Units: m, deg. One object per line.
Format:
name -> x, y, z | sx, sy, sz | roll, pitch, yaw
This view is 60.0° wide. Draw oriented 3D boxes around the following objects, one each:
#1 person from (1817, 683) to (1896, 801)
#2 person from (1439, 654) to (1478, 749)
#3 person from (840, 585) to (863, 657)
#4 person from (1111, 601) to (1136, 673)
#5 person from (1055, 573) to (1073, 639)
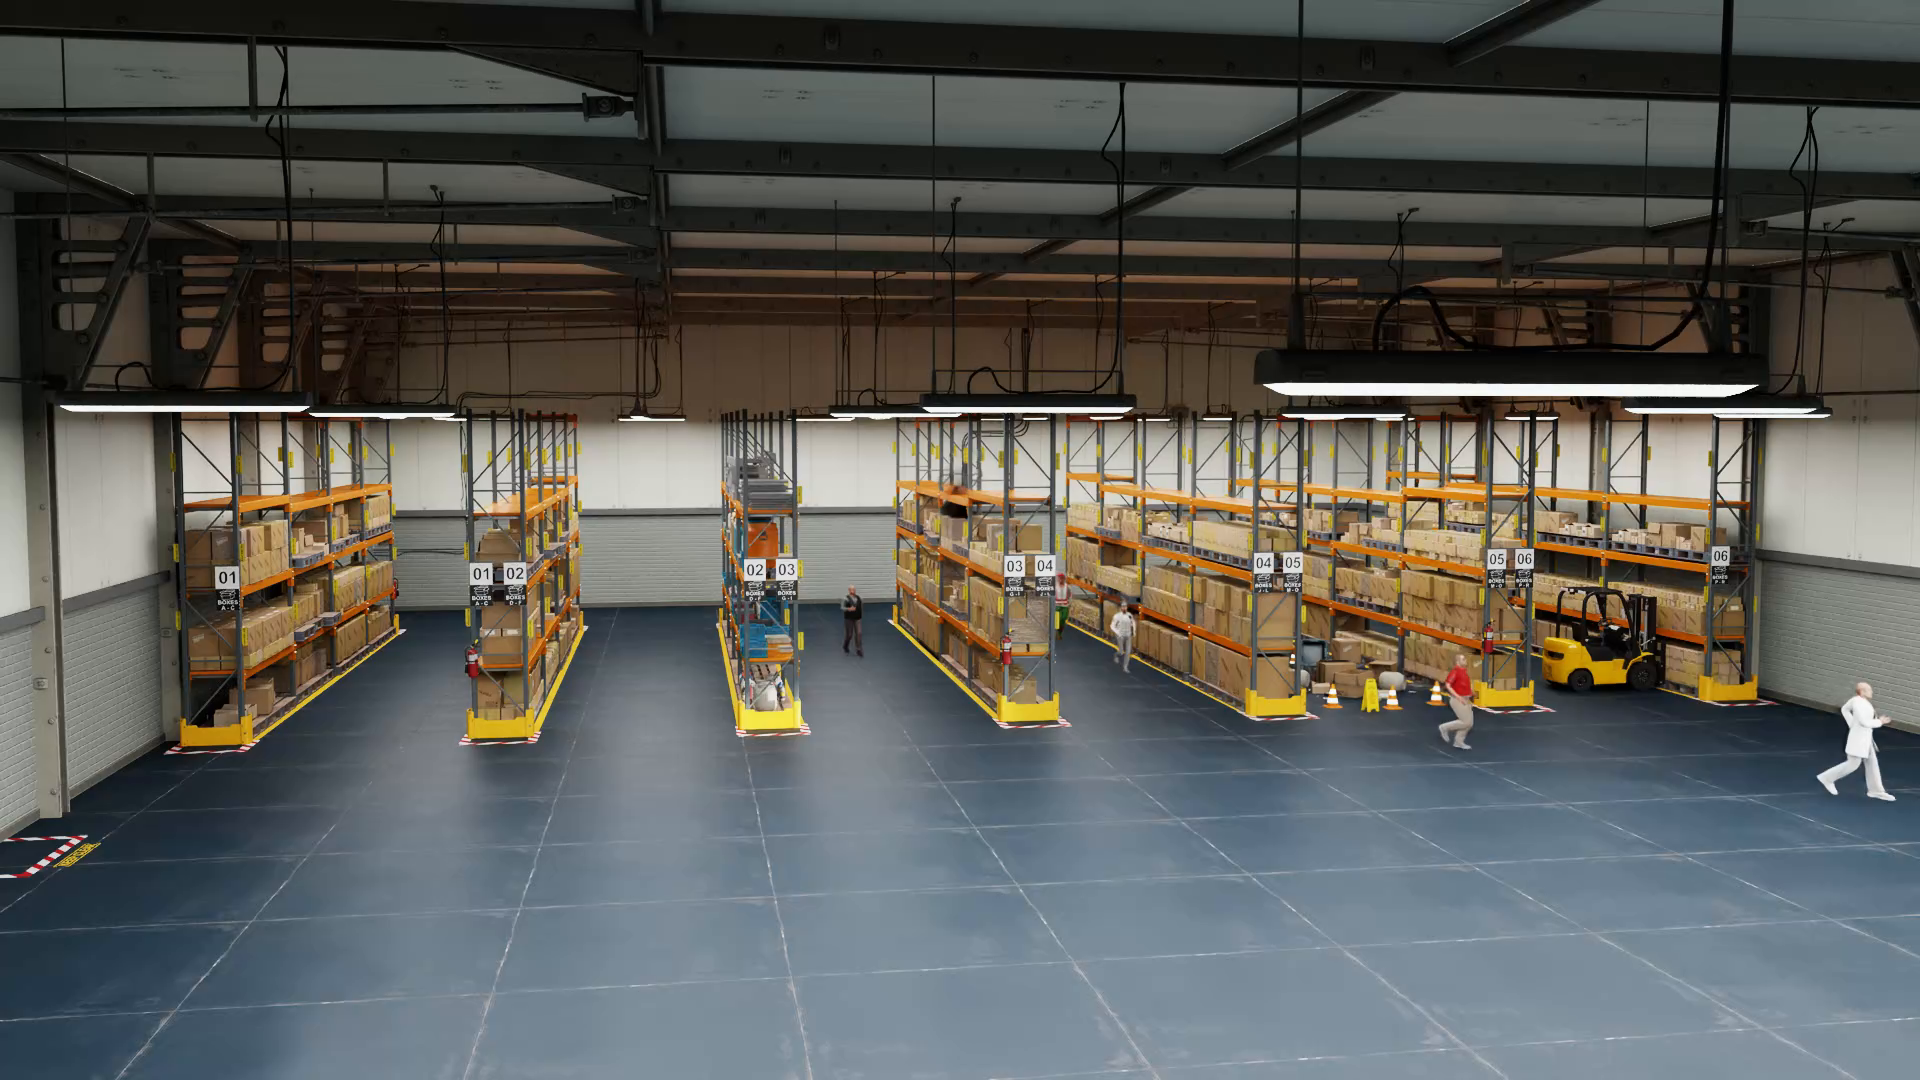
person -> 13.645, 3.038, 25.263 | 1.059, 1.764, 0.703 | 2, 5, 31
person -> 8.797, 2.843, 29.344 | 0.601, 1.683, 0.666 | 2, 5, 32
person -> -2.632, 1.975, 40.958 | 0.661, 1.715, 0.906 | -2, 4, -25
person -> 3.804, 2.221, 38.449 | 0.633, 1.657, 0.773 | -1, 4, -13
person -> 2.715, 1.762, 44.110 | 0.631, 1.748, 0.609 | -1, 4, -10
